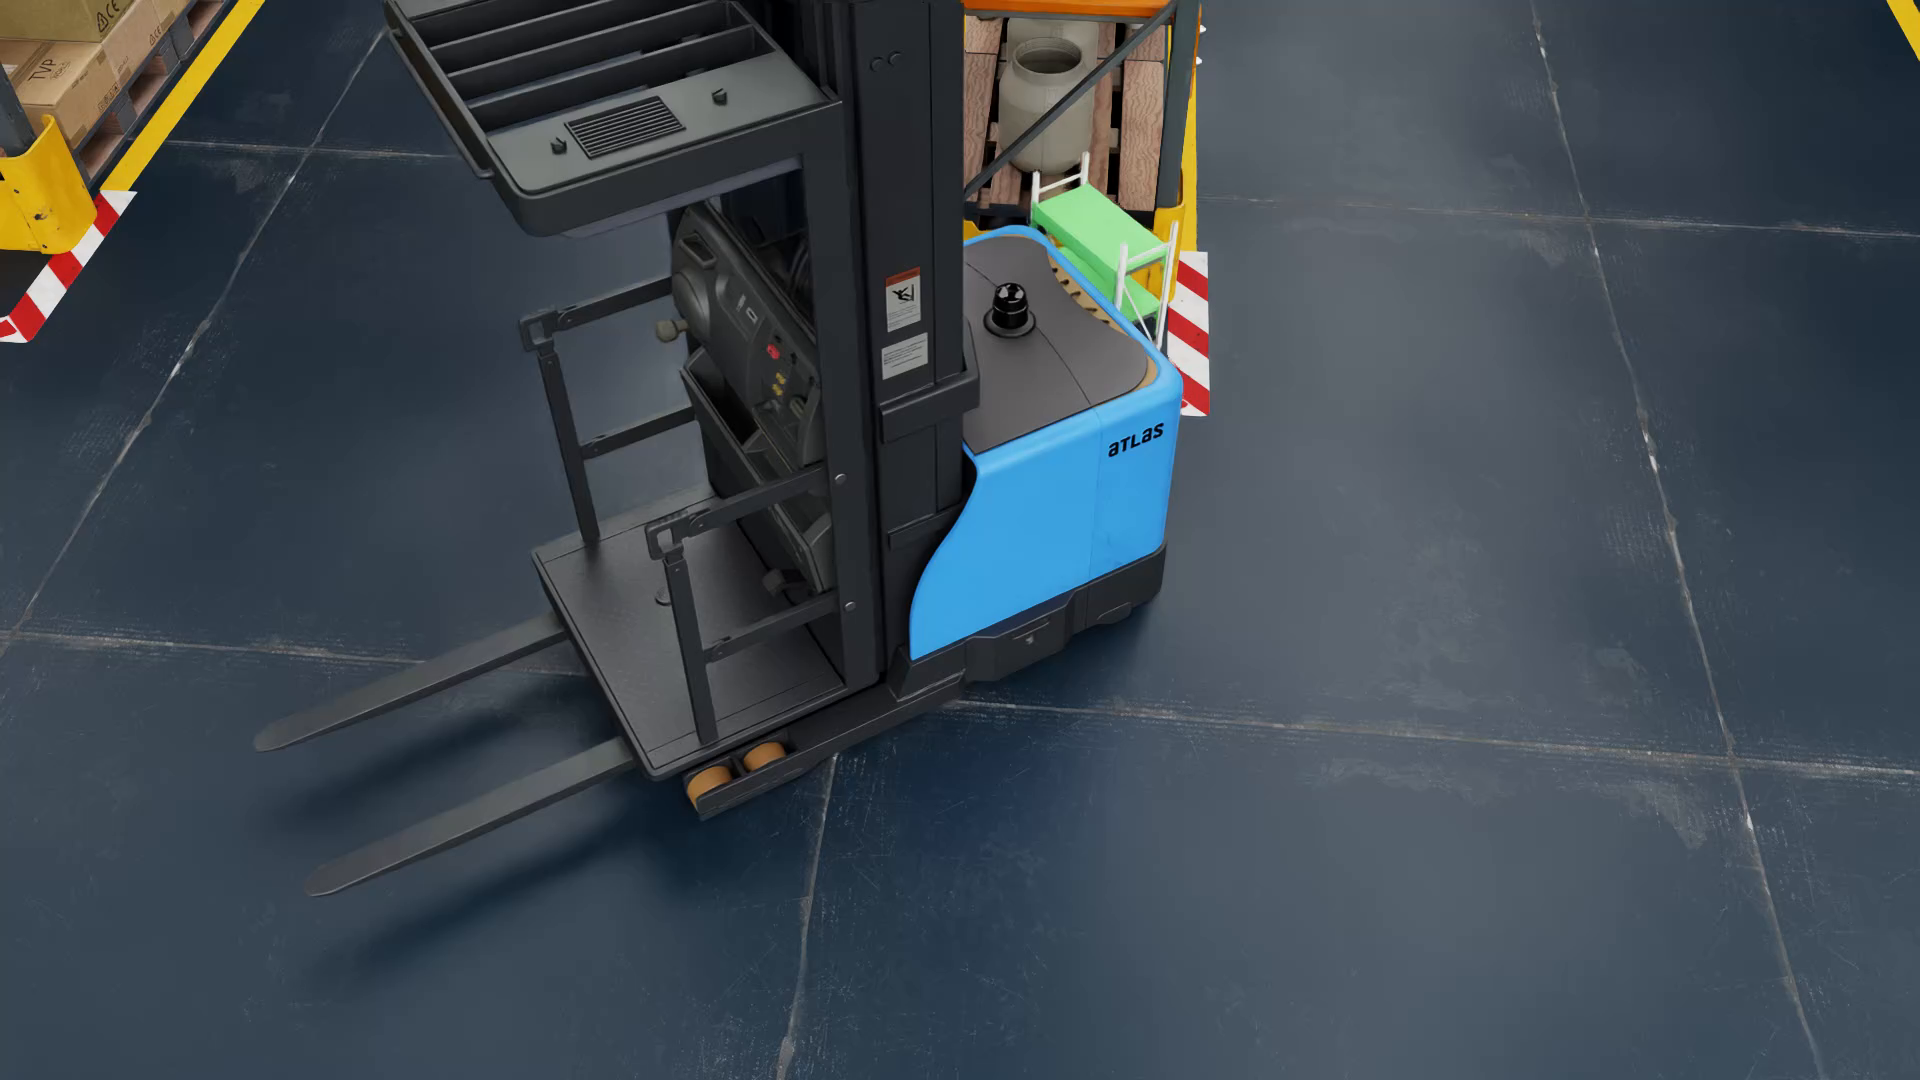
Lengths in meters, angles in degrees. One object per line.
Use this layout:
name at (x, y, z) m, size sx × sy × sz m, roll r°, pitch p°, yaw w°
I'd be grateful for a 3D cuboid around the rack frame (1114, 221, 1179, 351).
rack frame at (0.621, -0.614, 5.993) m, size 0.240 × 1.200 × 0.015 m, roll -26°, pitch 53°, yaw -24°

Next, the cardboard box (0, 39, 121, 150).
cardboard box at (-4.264, -2.059, 7.679) m, size 0.500 × 0.250 × 0.500 m, roll 4°, pitch 48°, yaw 4°

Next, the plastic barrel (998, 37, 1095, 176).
plastic barrel at (0.382, -1.921, 7.376) m, size 0.421 × 0.512 × 0.421 m, roll 0°, pitch 48°, yaw 0°

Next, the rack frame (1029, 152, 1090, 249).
rack frame at (0.342, -0.909, 6.263) m, size 0.240 × 1.200 × 0.015 m, roll -26°, pitch 53°, yaw -24°

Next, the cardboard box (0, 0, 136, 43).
cardboard box at (-4.220, -2.680, 7.739) m, size 0.500 × 0.500 × 0.500 m, roll 4°, pitch 48°, yaw 4°

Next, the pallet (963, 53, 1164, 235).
pallet at (0.437, -1.845, 7.794) m, size 1.003 × 0.211 × 1.213 m, roll 4°, pitch 48°, yaw 4°

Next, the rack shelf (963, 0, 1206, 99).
rack shelf at (0.580, -3.357, 7.775) m, size 1.077 × 0.370 × 4.000 m, roll 4°, pitch 48°, yaw 4°

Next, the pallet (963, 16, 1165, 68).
pallet at (0.551, -2.739, 8.612) m, size 1.003 × 0.211 × 1.213 m, roll 4°, pitch 48°, yaw 4°

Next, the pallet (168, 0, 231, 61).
pallet at (-4.393, -2.984, 8.836) m, size 1.003 × 0.211 × 1.213 m, roll 4°, pitch 48°, yaw 4°

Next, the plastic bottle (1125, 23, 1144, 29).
plastic bottle at (0.873, -2.669, 8.209) m, size 0.097 × 0.271 × 0.097 m, roll 0°, pitch 48°, yaw 0°

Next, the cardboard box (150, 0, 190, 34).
cardboard box at (-4.176, -2.794, 8.352) m, size 0.500 × 0.250 × 0.500 m, roll 4°, pitch 48°, yaw 4°

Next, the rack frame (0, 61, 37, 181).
rack frame at (-4.534, -2.466, 6.473) m, size 1.000 × 3.000 × 0.127 m, roll 4°, pitch 48°, yaw 4°

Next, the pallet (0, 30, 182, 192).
pallet at (-4.507, -2.090, 8.018) m, size 1.003 × 0.211 × 1.213 m, roll 4°, pitch 48°, yaw 4°

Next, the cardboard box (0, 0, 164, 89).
cardboard box at (-4.222, -2.427, 8.015) m, size 0.500 × 0.250 × 0.500 m, roll 4°, pitch 48°, yaw 4°

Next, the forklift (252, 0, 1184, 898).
forklift at (-0.805, -0.542, 4.759) m, size 3.031 × 2.935 × 1.130 m, roll -23°, pitch 52°, yaw -20°

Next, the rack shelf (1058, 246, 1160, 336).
rack shelf at (0.486, -0.882, 6.000) m, size 0.258 × 0.148 × 0.480 m, roll -26°, pitch 53°, yaw -24°

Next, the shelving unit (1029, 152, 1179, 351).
shelving unit at (0.481, -0.761, 6.128) m, size 0.258 × 1.200 × 0.503 m, roll -26°, pitch 53°, yaw -24°

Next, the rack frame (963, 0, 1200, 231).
rack frame at (0.398, -2.130, 6.166) m, size 1.000 × 3.000 × 0.127 m, roll 4°, pitch 48°, yaw 4°

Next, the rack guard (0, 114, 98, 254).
rack guard at (-4.537, -1.605, 7.379) m, size 1.175 × 0.500 × 0.348 m, roll 4°, pitch 48°, yaw 4°

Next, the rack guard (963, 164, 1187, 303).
rack guard at (0.358, -1.346, 7.142) m, size 1.175 × 0.500 × 0.348 m, roll 4°, pitch 48°, yaw 4°

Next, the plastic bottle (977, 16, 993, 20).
plastic bottle at (0.129, -2.713, 8.297) m, size 0.097 × 0.201 × 0.097 m, roll 0°, pitch 48°, yaw 0°

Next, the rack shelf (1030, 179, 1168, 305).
rack shelf at (0.491, -1.047, 5.825) m, size 0.258 × 0.148 × 0.480 m, roll -26°, pitch 53°, yaw -24°

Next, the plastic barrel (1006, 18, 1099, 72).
plastic barrel at (0.427, -2.289, 7.713) m, size 0.421 × 0.512 × 0.421 m, roll 0°, pitch 48°, yaw 0°
